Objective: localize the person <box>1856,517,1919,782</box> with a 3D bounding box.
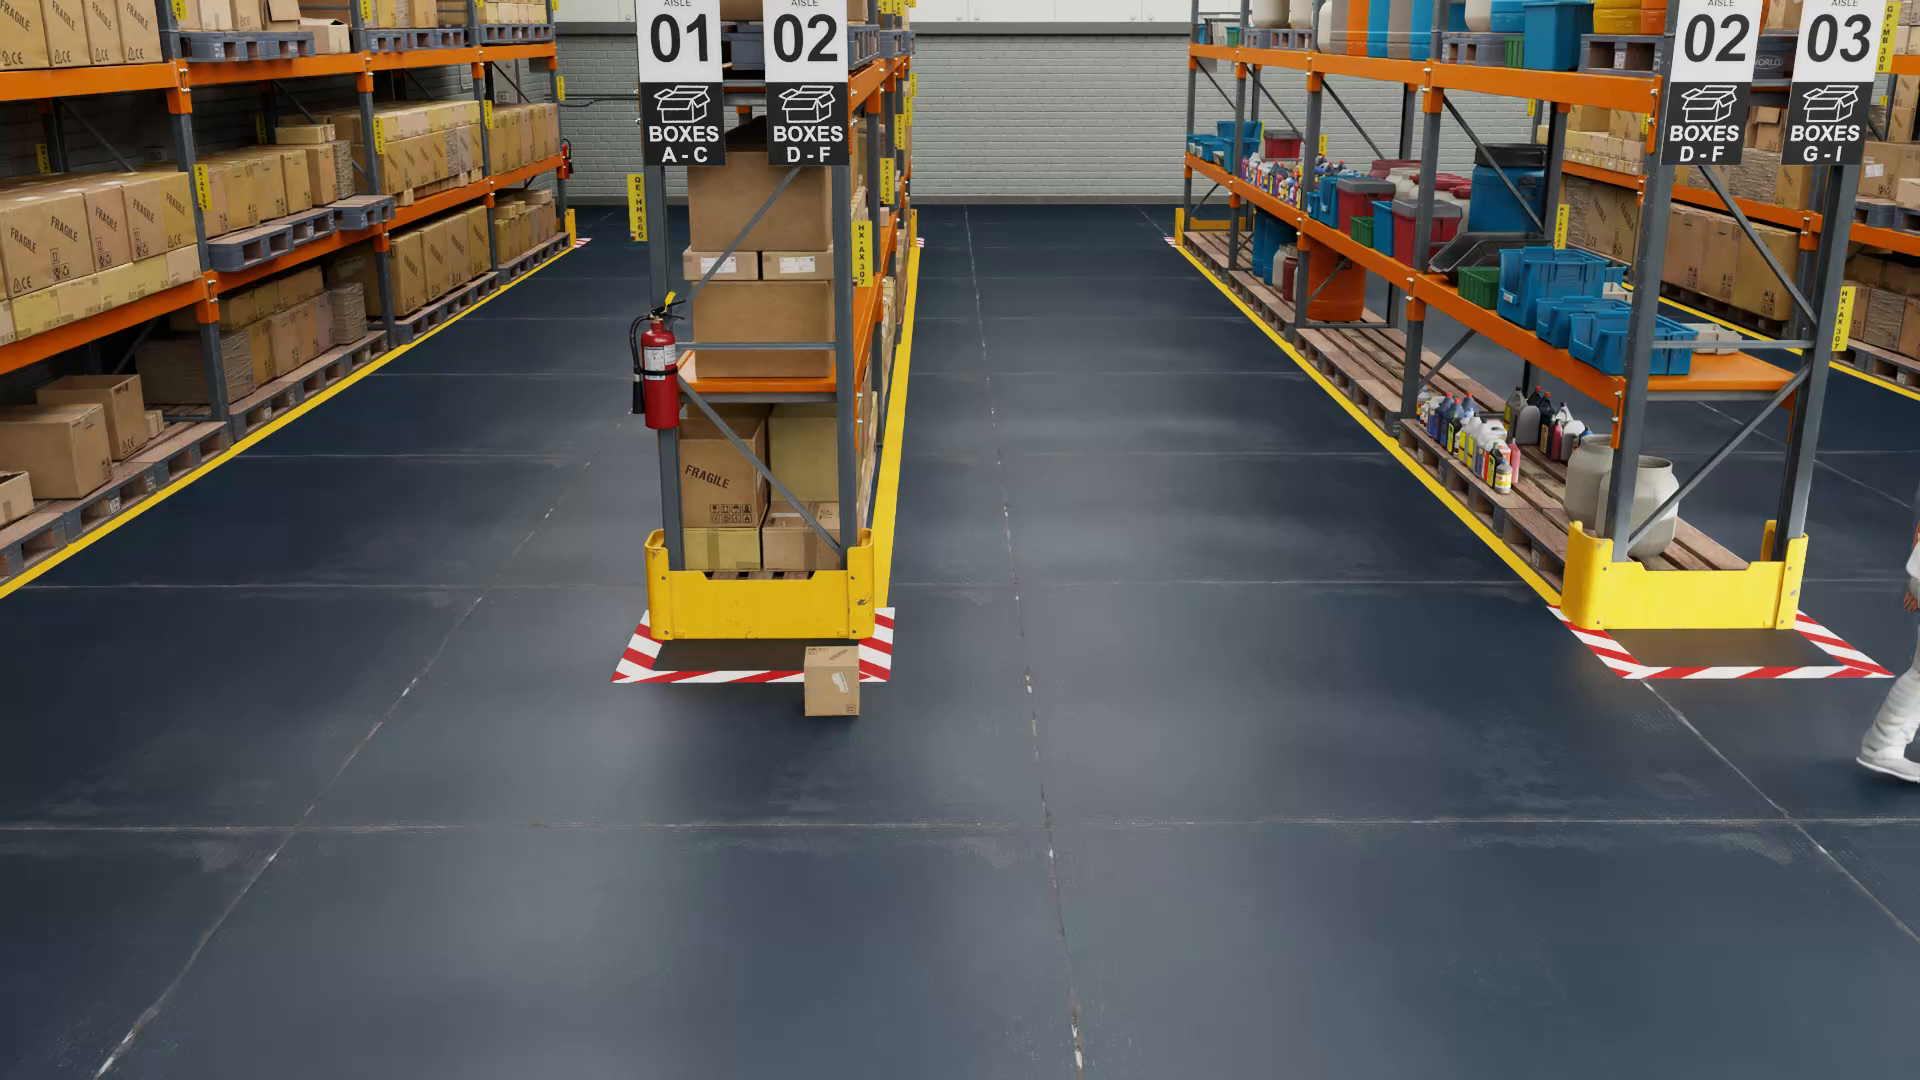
[{"bbox_3d":[4.164,0.242,6.809,0.708,1.713,0.496,4,18,11],"label":"person"}]
